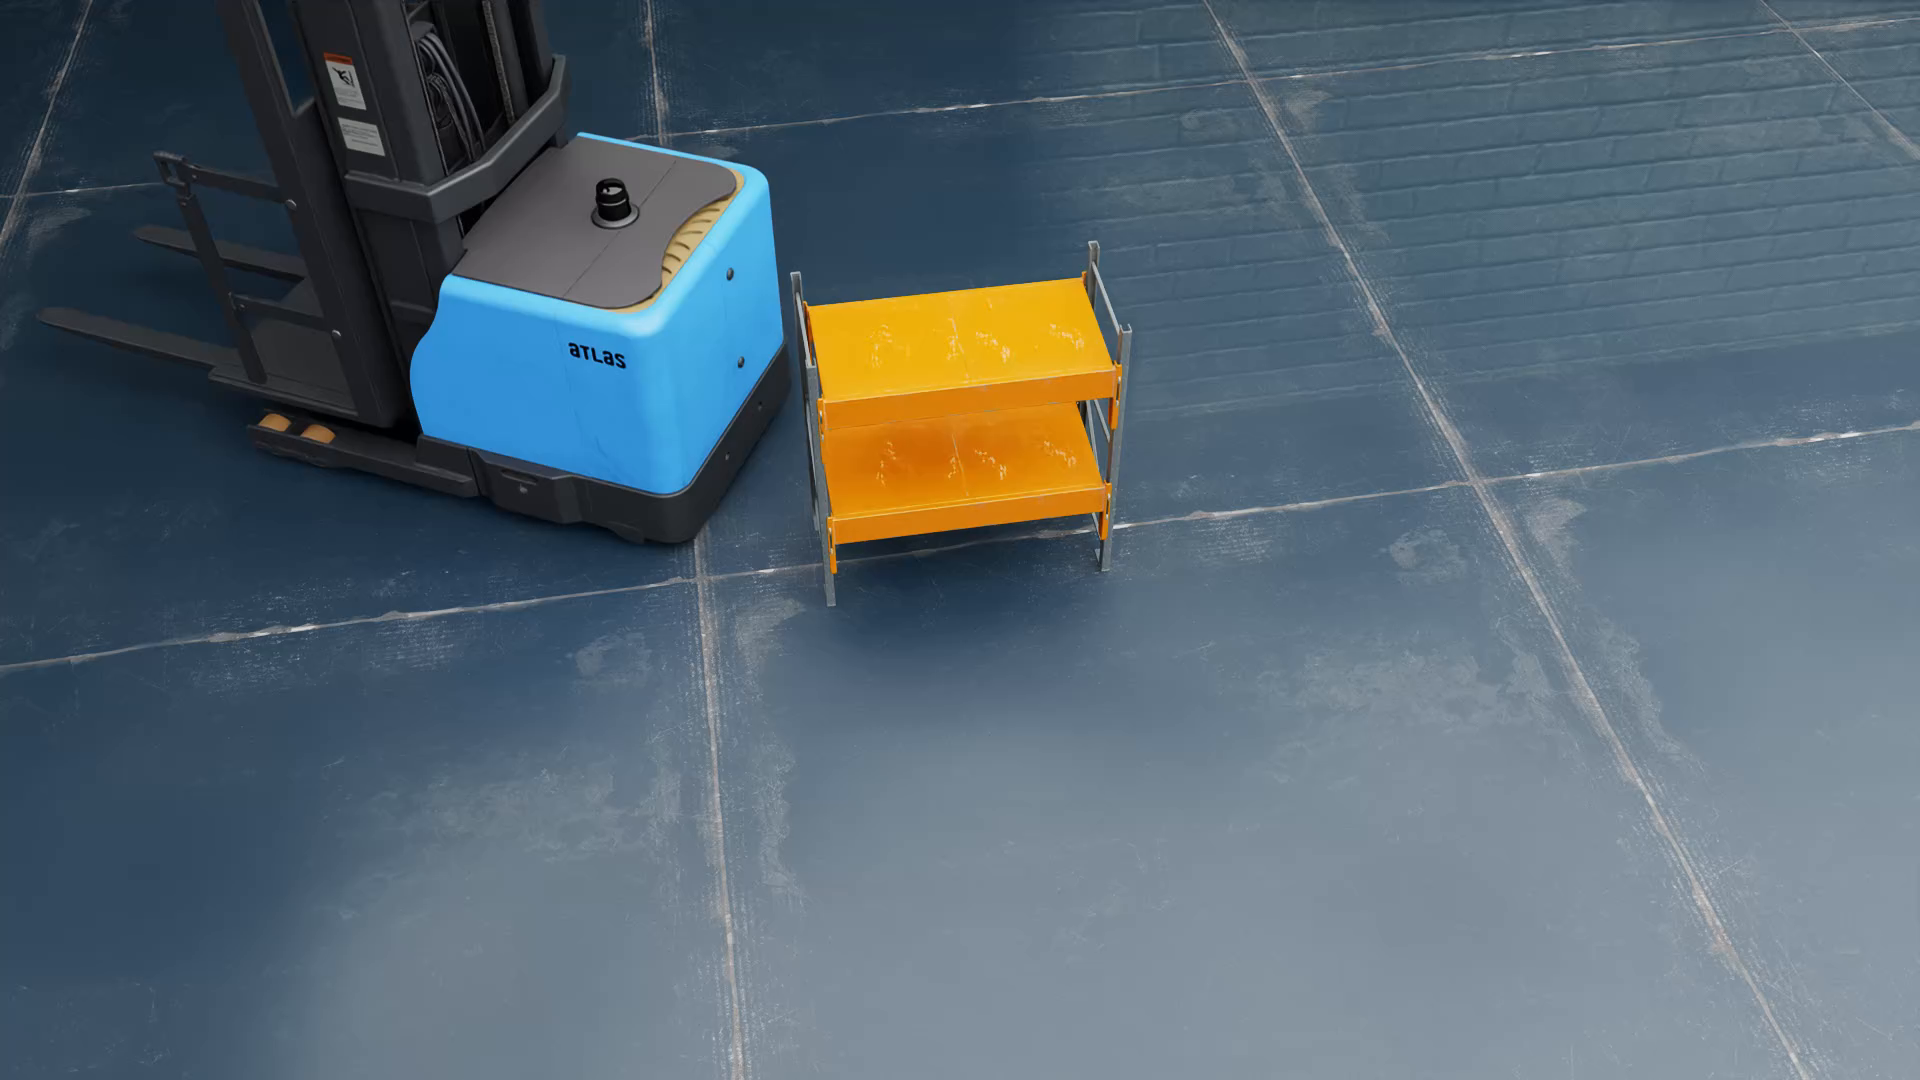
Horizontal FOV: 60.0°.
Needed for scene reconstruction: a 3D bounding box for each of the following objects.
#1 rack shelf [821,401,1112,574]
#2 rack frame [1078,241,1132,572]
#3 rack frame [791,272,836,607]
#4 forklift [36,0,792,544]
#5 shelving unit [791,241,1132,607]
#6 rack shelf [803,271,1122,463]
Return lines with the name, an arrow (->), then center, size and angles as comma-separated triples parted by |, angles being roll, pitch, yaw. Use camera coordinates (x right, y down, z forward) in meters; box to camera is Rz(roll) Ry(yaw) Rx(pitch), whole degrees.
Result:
rack shelf -> -0.007, -0.220, 6.020 | 1.000, 0.278, 0.538 | -7, 46, -7
rack frame -> 0.494, -0.452, 5.904 | 0.032, 1.125, 0.500 | -7, 46, -7
rack frame -> -0.508, -0.327, 5.784 | 0.032, 1.125, 0.500 | -7, 46, -7
forklift -> -2.258, -1.648, 5.803 | 3.031, 2.935, 1.130 | 14, 48, 13
shelving unit -> -0.007, -0.389, 5.844 | 1.048, 1.125, 0.538 | -7, 46, -7
rack shelf -> -0.007, -0.593, 5.633 | 1.000, 0.278, 0.538 | -7, 46, -7
